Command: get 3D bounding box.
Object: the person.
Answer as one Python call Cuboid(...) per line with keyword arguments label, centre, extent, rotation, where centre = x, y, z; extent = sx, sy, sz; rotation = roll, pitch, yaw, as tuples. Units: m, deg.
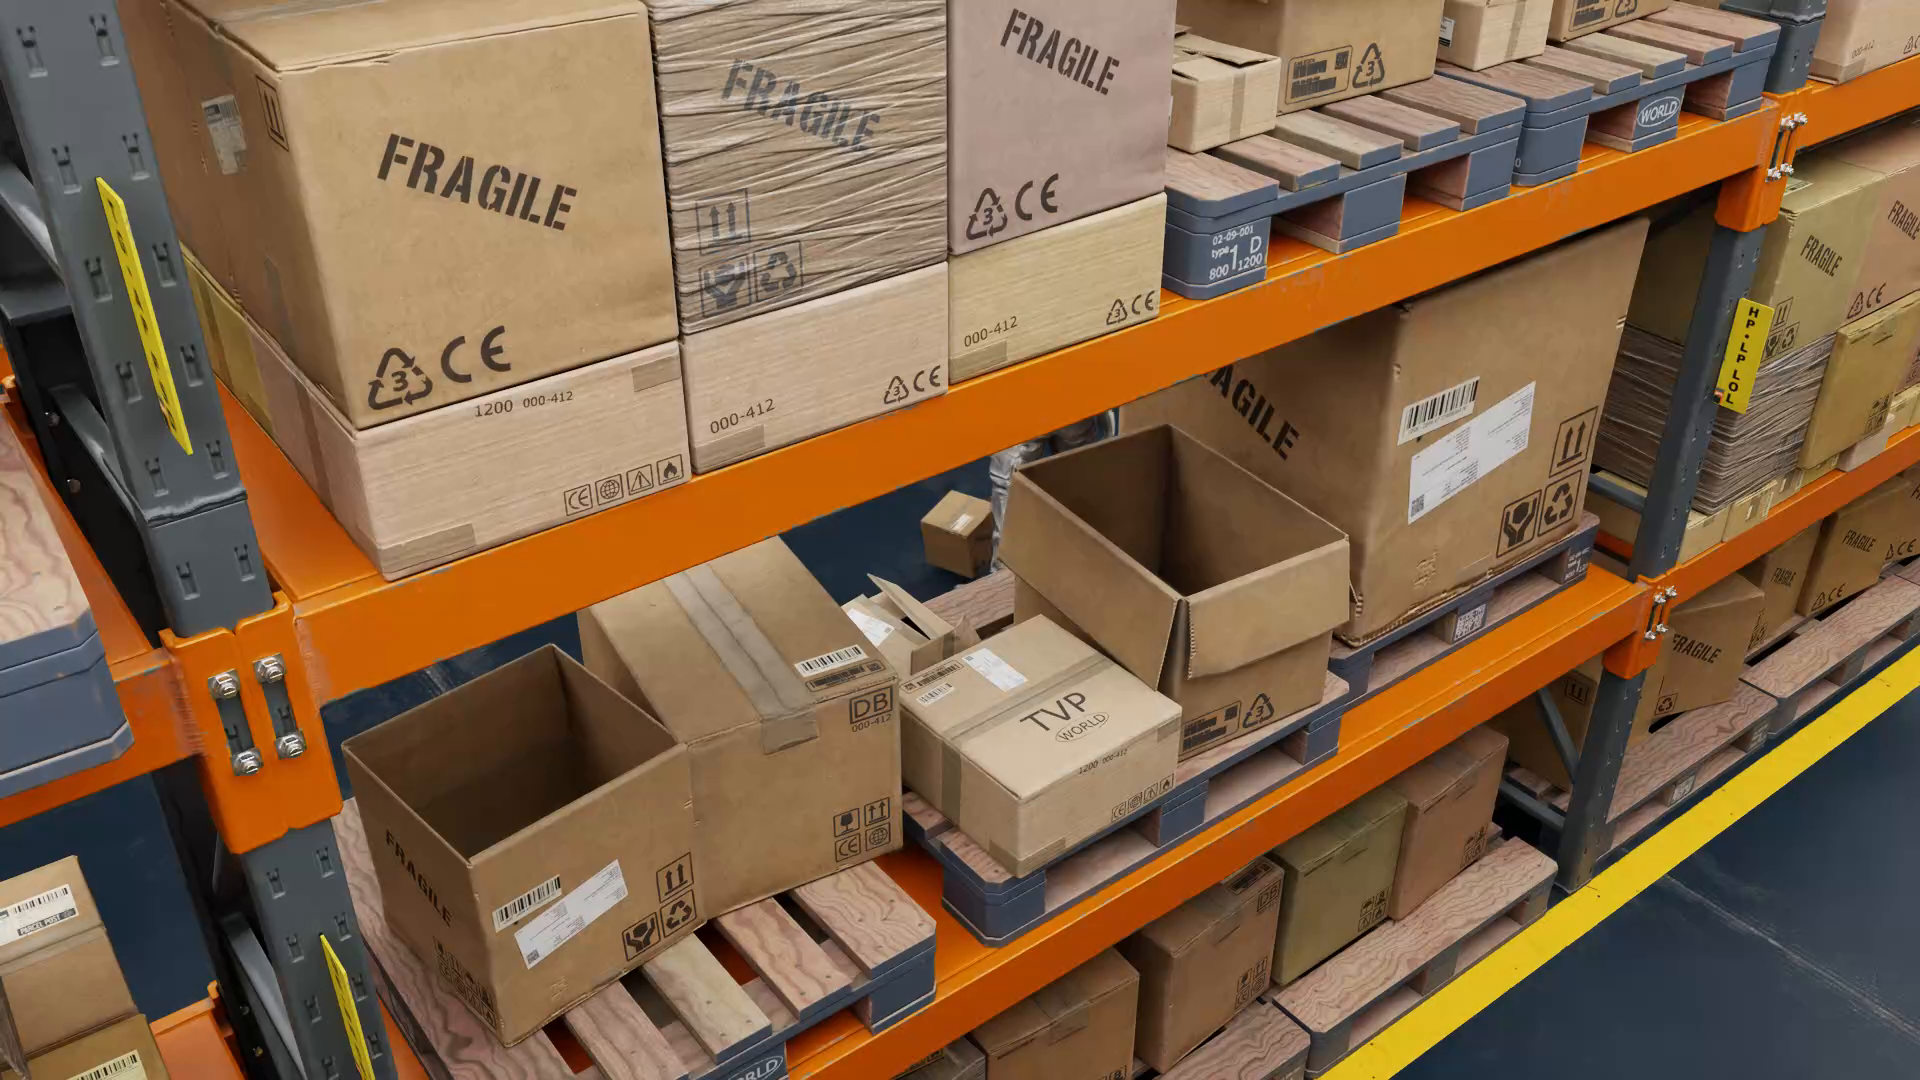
Cuboid(label="person", centre=(0.307, -0.538, 6.979), extent=(0.691, 1.783, 0.518), rotation=(-3, 32, -4))
